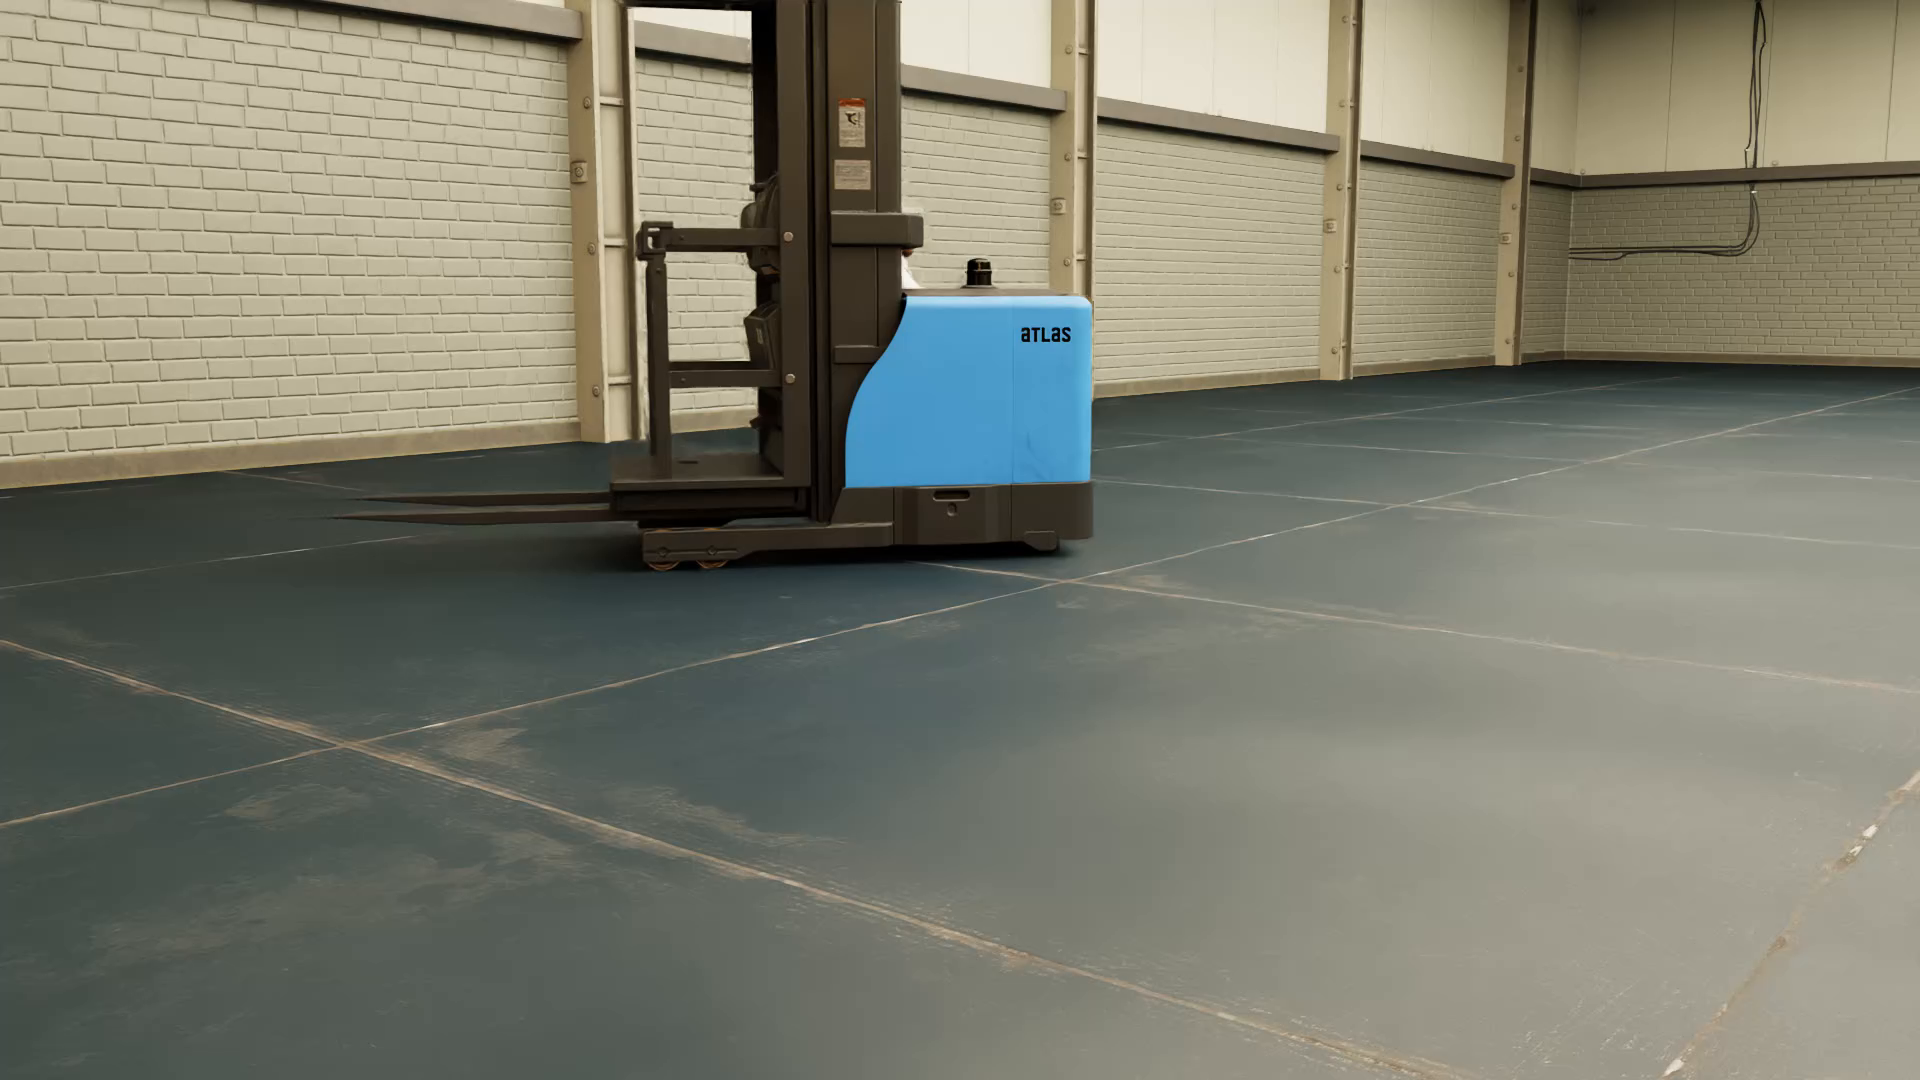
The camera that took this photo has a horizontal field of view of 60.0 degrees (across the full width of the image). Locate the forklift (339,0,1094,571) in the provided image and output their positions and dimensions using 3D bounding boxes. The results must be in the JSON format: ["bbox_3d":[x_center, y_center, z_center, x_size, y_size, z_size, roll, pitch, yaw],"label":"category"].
[{"bbox_3d":[-1.010,-1.412,6.934,3.031,2.935,1.130,-2,9,-12],"label":"forklift"}]

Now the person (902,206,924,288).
[{"bbox_3d":[-0.200,-0.893,8.391,0.641,1.555,0.726,-4,9,-24],"label":"person"}]
